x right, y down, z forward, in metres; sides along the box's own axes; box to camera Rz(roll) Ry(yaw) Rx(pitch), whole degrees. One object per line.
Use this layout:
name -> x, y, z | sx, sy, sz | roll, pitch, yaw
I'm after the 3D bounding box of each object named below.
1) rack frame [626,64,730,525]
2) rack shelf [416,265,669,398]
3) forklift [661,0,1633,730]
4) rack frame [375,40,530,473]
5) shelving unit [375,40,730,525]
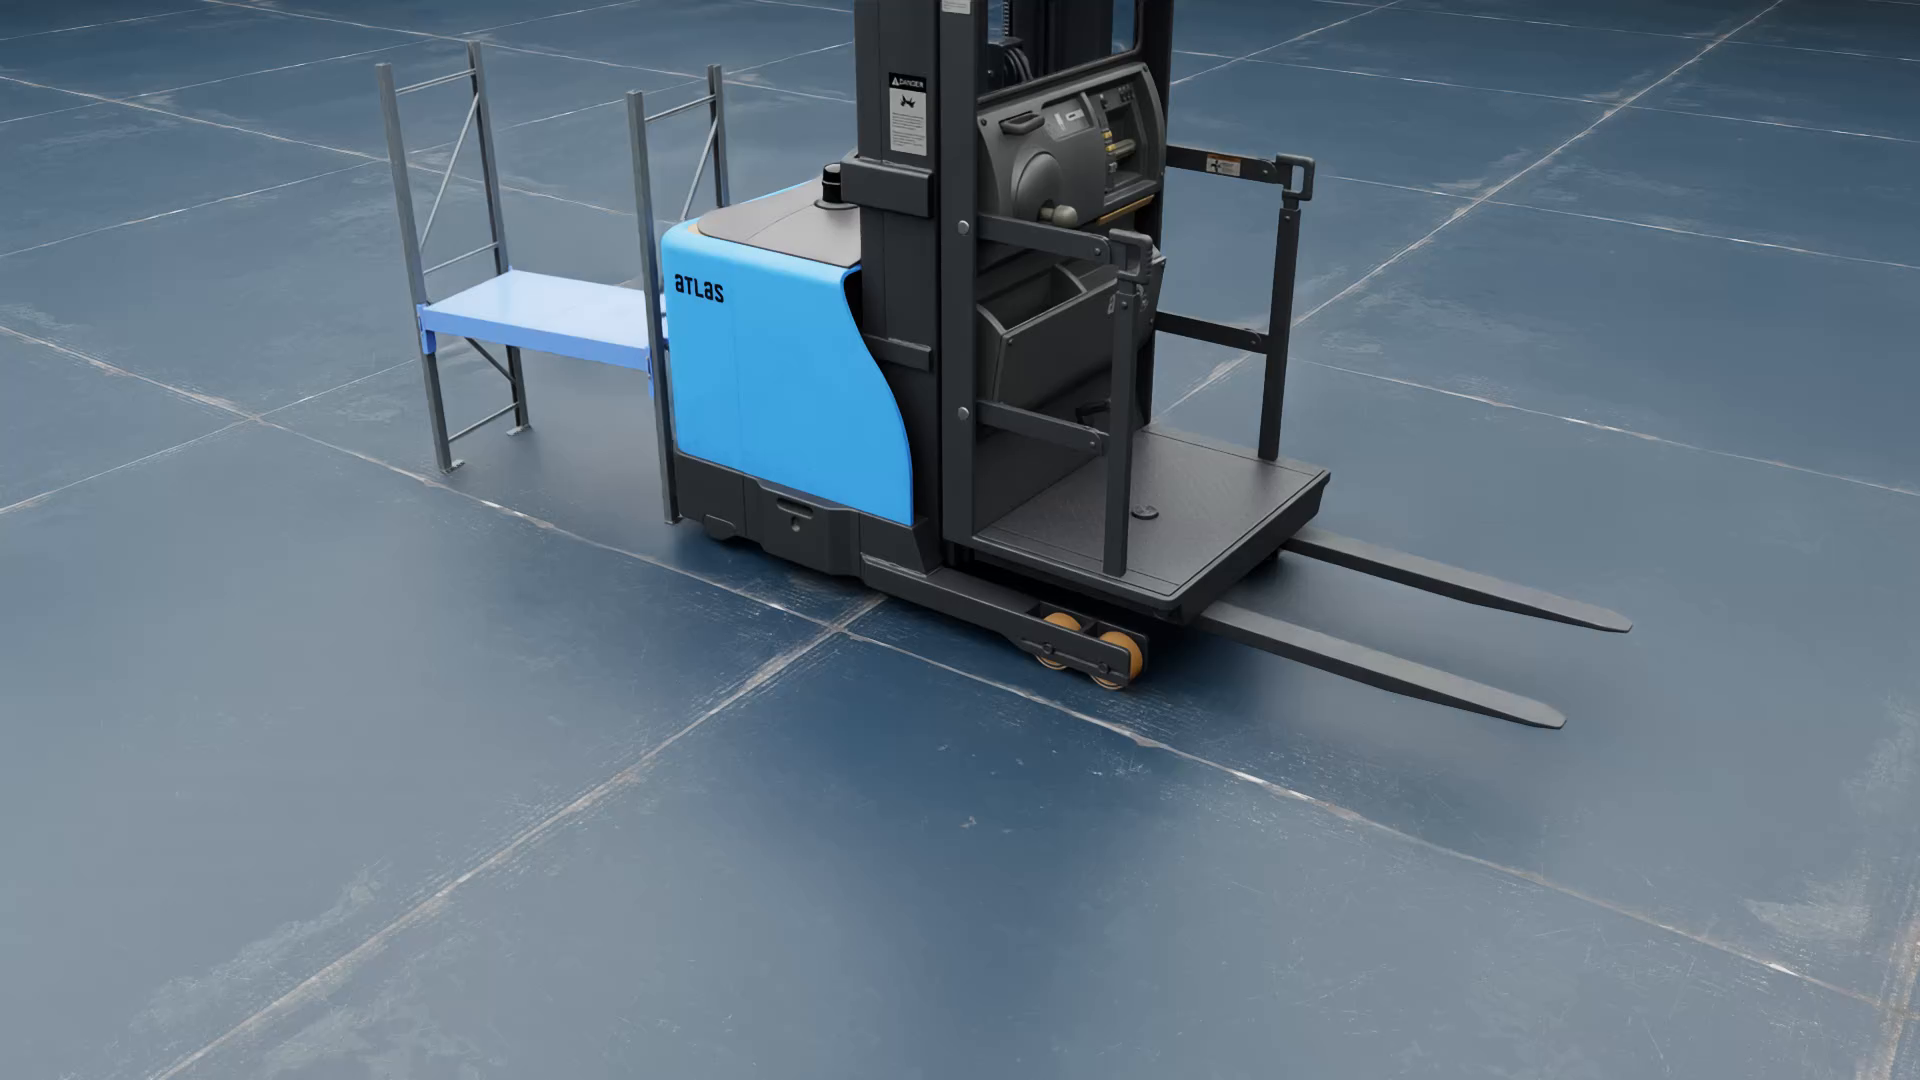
rack frame -> -0.921, -0.827, 5.722 | 0.032, 1.500, 0.500 | 12, 29, 22
rack shelf -> -1.381, -0.765, 5.997 | 1.000, 0.185, 0.538 | 12, 29, 22
forklift -> 0.512, -1.141, 4.761 | 3.031, 2.935, 1.130 | 18, 32, 31
rack frame -> -1.840, -1.024, 6.109 | 0.032, 1.500, 0.500 | 12, 29, 22
shelving unit -> -1.381, -0.926, 5.915 | 1.048, 1.500, 0.538 | 12, 29, 22
